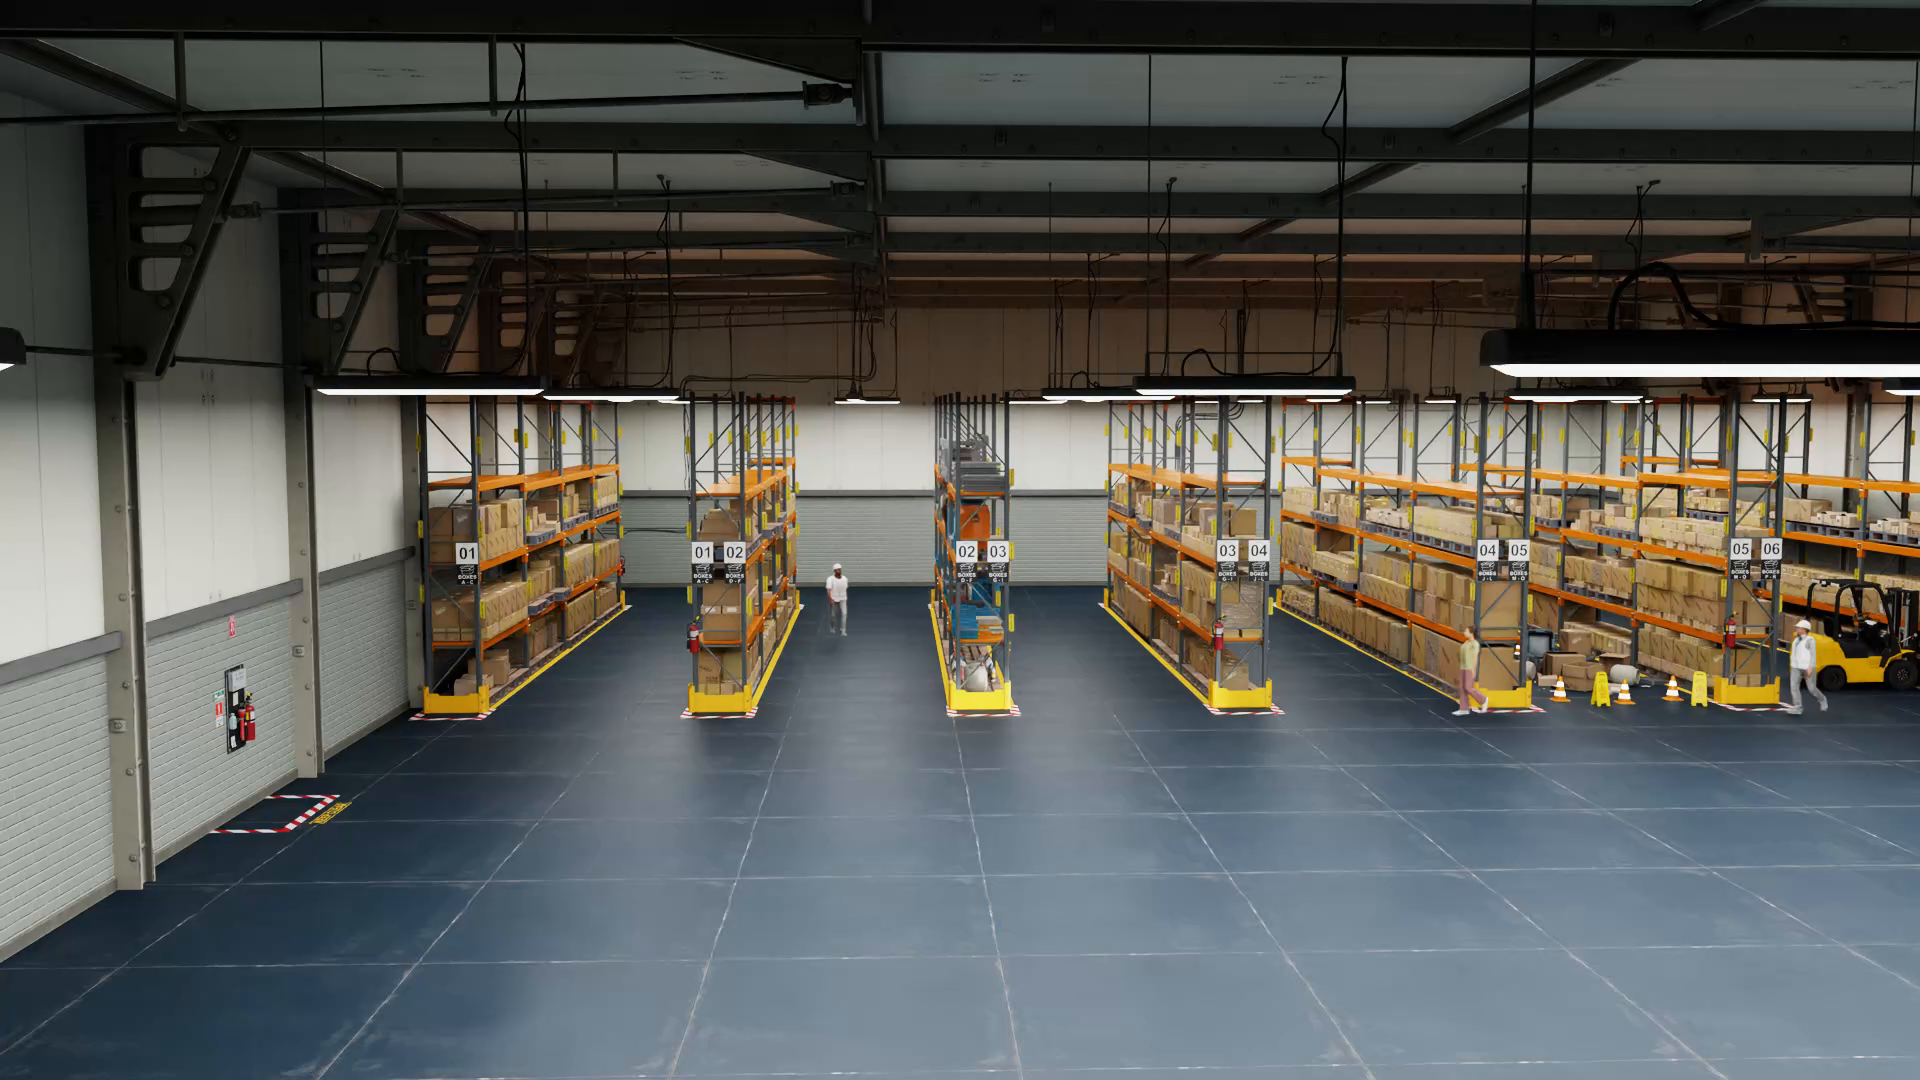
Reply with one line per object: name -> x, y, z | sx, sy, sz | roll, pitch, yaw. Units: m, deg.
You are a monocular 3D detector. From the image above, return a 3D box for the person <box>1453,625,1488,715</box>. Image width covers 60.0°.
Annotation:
person -> 9.454, 2.417, 30.845 | 0.616, 1.660, 0.453 | -2, 5, -21

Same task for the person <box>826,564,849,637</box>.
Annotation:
person -> -2.900, 1.422, 39.528 | 0.570, 1.707, 1.022 | -1, 5, -10

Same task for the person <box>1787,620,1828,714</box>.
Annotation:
person -> 15.763, 2.367, 30.982 | 0.841, 1.751, 0.544 | -3, 5, -30
